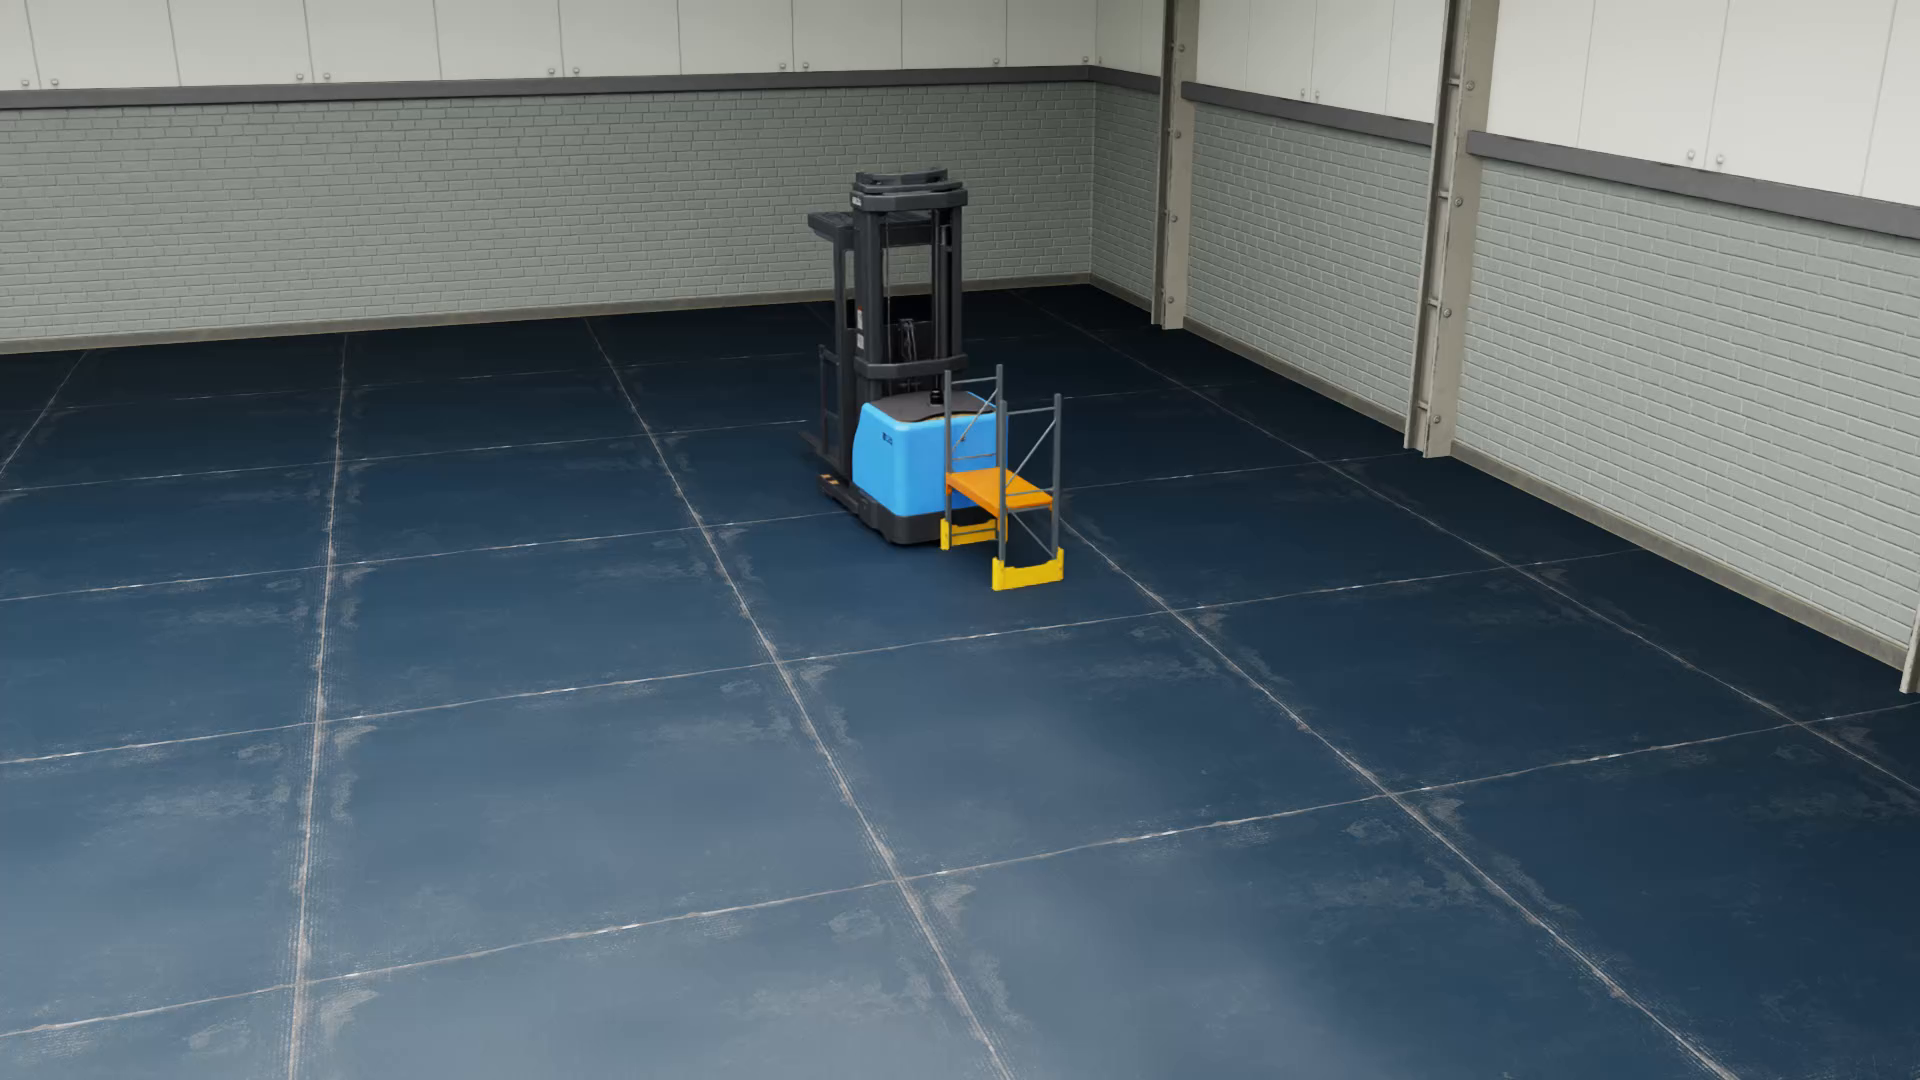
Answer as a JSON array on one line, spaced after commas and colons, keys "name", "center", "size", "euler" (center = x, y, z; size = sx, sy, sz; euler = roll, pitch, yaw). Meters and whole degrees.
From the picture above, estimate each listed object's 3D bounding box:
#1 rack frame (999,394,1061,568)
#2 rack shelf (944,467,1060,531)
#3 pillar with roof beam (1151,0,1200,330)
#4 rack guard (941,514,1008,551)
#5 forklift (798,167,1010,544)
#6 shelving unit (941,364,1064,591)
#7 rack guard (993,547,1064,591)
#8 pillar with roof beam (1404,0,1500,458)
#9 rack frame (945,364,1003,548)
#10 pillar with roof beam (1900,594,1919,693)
[{"name": "rack frame", "center": [0.531, -0.361, 12.702], "size": [0.500, 1.500, 0.032], "euler": [-9, 22, -23]}, {"name": "rack shelf", "center": [0.321, -0.348, 13.199], "size": [0.538, 0.185, 1.000], "euler": [-9, 22, -23]}, {"name": "pillar with roof beam", "center": [-1.372, -6.578, 18.917], "size": [9.100, 9.000, 0.400], "euler": [-6, 21, -17]}, {"name": "rack guard", "center": [0.120, -0.080, 13.768], "size": [0.587, 0.250, 0.087], "euler": [-9, 22, -23]}, {"name": "forklift", "center": [-0.651, -1.804, 14.603], "size": [1.130, 2.935, 3.031], "euler": [-9, 22, -23]}, {"name": "shelving unit", "center": [0.325, -0.514, 13.130], "size": [0.587, 1.500, 1.083], "euler": [-9, 22, -23]}, {"name": "rack guard", "center": [0.530, 0.227, 12.914], "size": [0.587, 0.250, 0.087], "euler": [-9, 22, -23]}, {"name": "pillar with roof beam", "center": [0.514, -4.652, 13.557], "size": [9.100, 9.000, 0.400], "euler": [-6, 21, -17]}, {"name": "rack frame", "center": [0.112, -0.674, 13.574], "size": [0.500, 1.500, 0.032], "euler": [-9, 22, -23]}, {"name": "pillar with roof beam", "center": [2.400, -2.727, 8.196], "size": [9.100, 9.000, 0.400], "euler": [-6, 21, -17]}]
